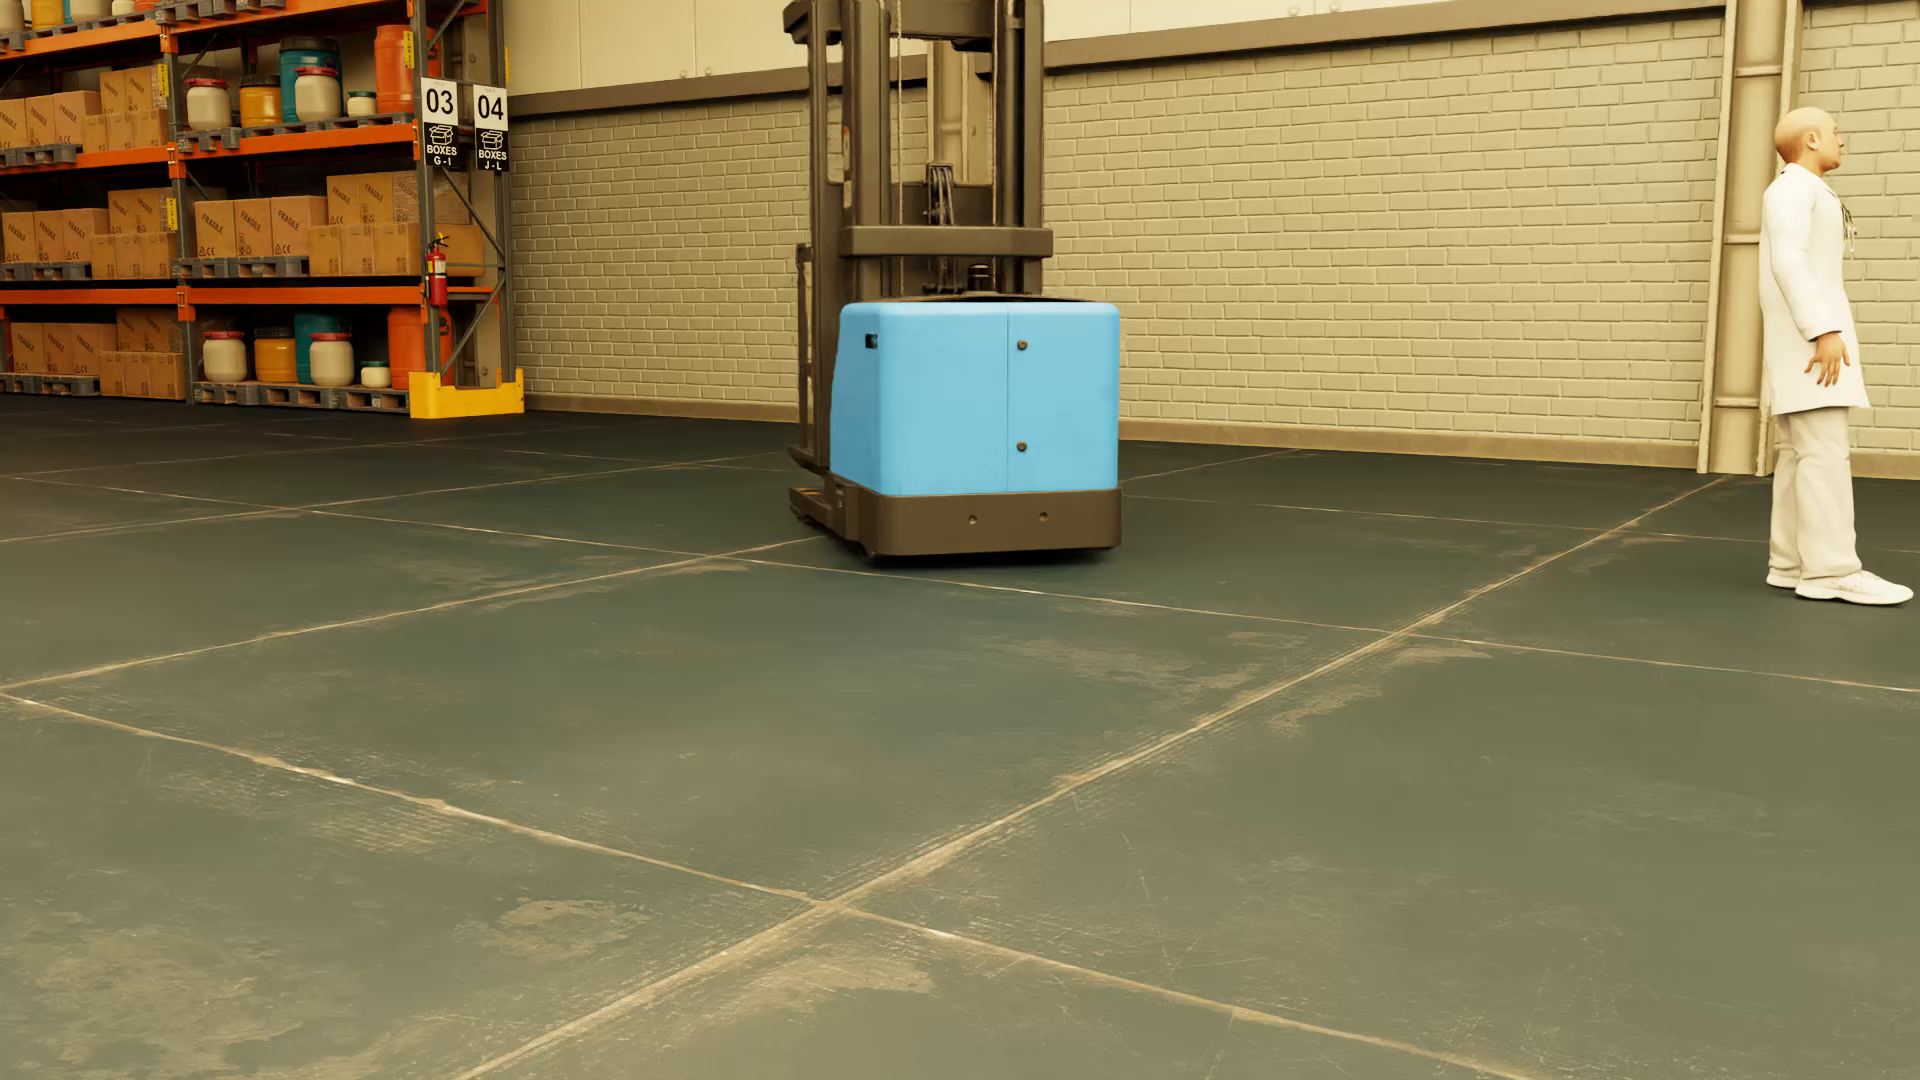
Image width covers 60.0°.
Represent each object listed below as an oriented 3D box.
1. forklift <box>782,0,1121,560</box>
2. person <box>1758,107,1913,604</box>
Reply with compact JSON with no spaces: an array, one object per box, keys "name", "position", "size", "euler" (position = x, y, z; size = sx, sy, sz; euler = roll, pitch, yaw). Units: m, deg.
[{"name":"forklift","position":[-0.228,-1.538,8.007],"size":[1.130,2.935,3.031],"euler":[-2,8,-16]},{"name":"person","position":[3.233,-0.686,6.133],"size":[0.566,1.769,0.692],"euler":[4,9,24]}]
